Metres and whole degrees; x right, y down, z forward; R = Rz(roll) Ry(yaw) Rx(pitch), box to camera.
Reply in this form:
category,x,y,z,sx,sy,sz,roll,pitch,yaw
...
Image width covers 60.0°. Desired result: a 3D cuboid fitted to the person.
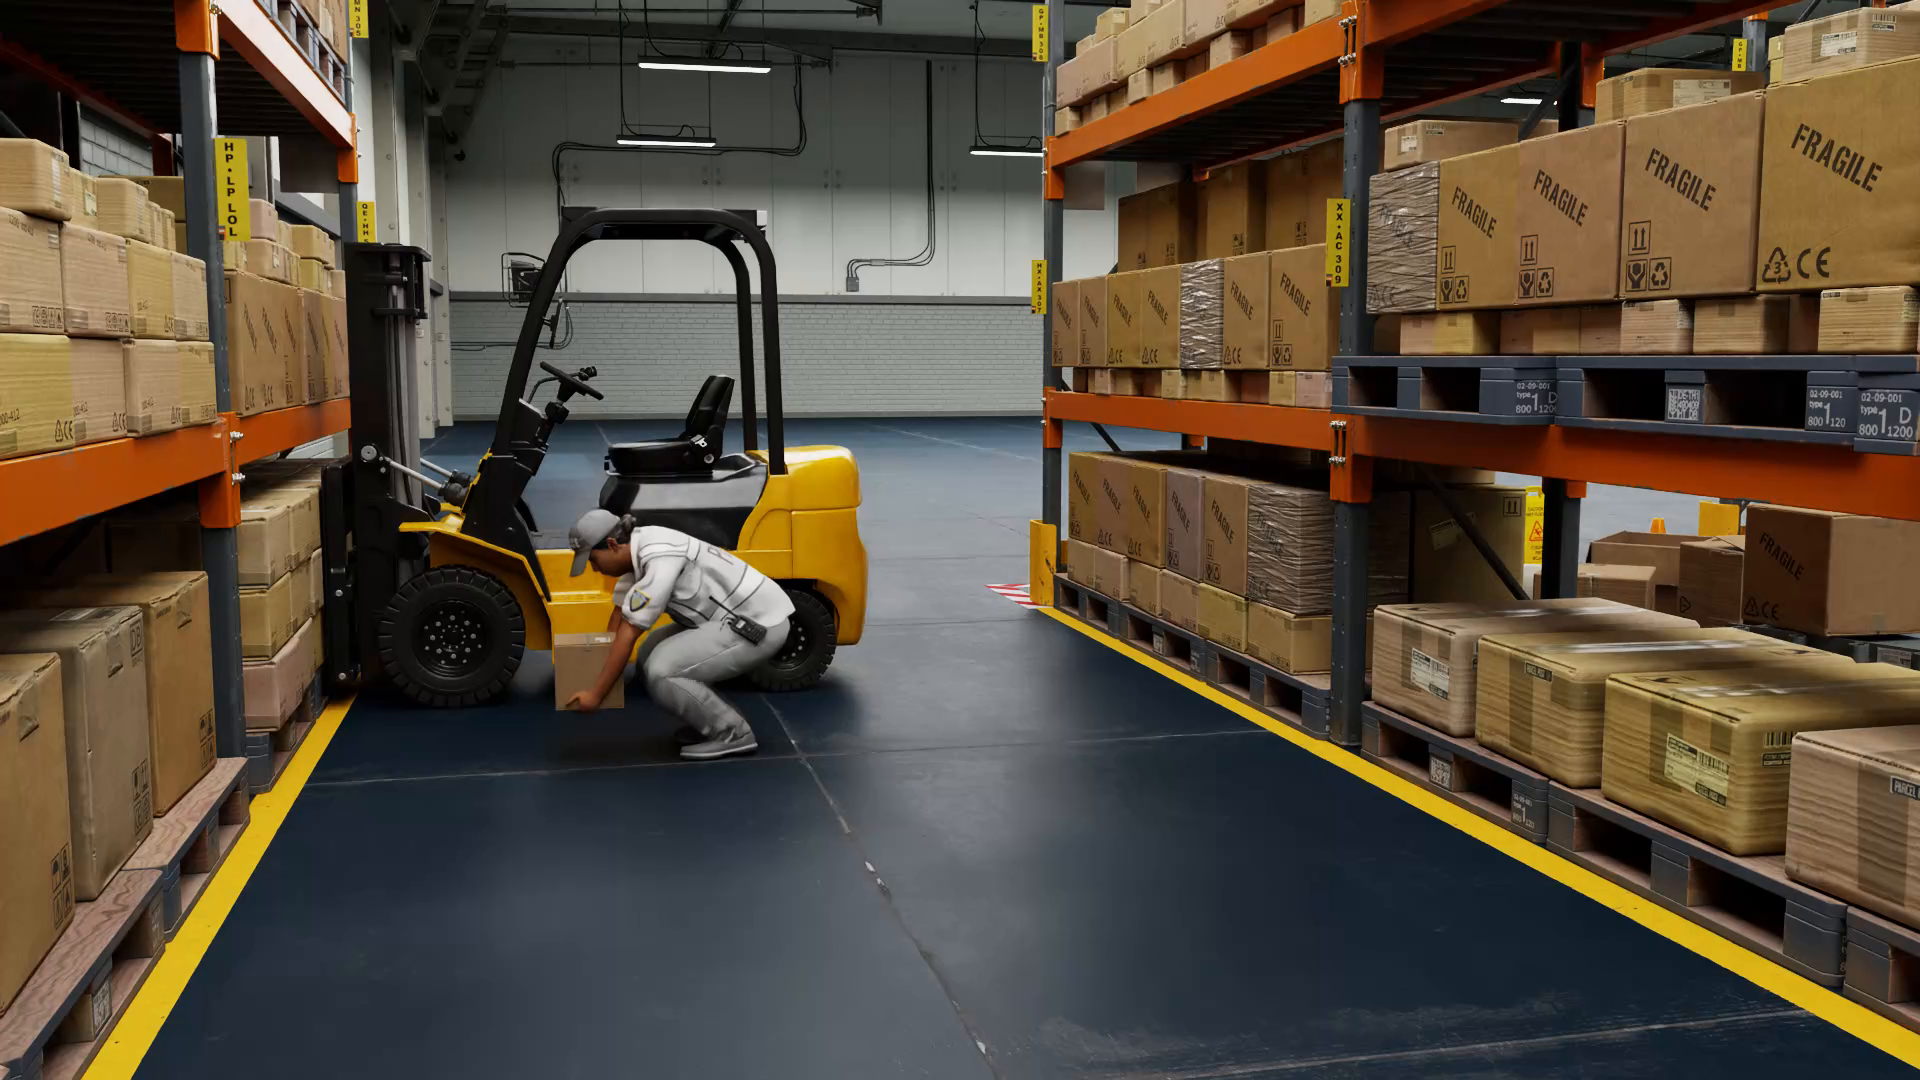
category,x,y,z,sx,sy,sz,roll,pitch,yaw
person,-1.071,0.346,6.364,0.873,0.951,0.508,-2,6,-15
